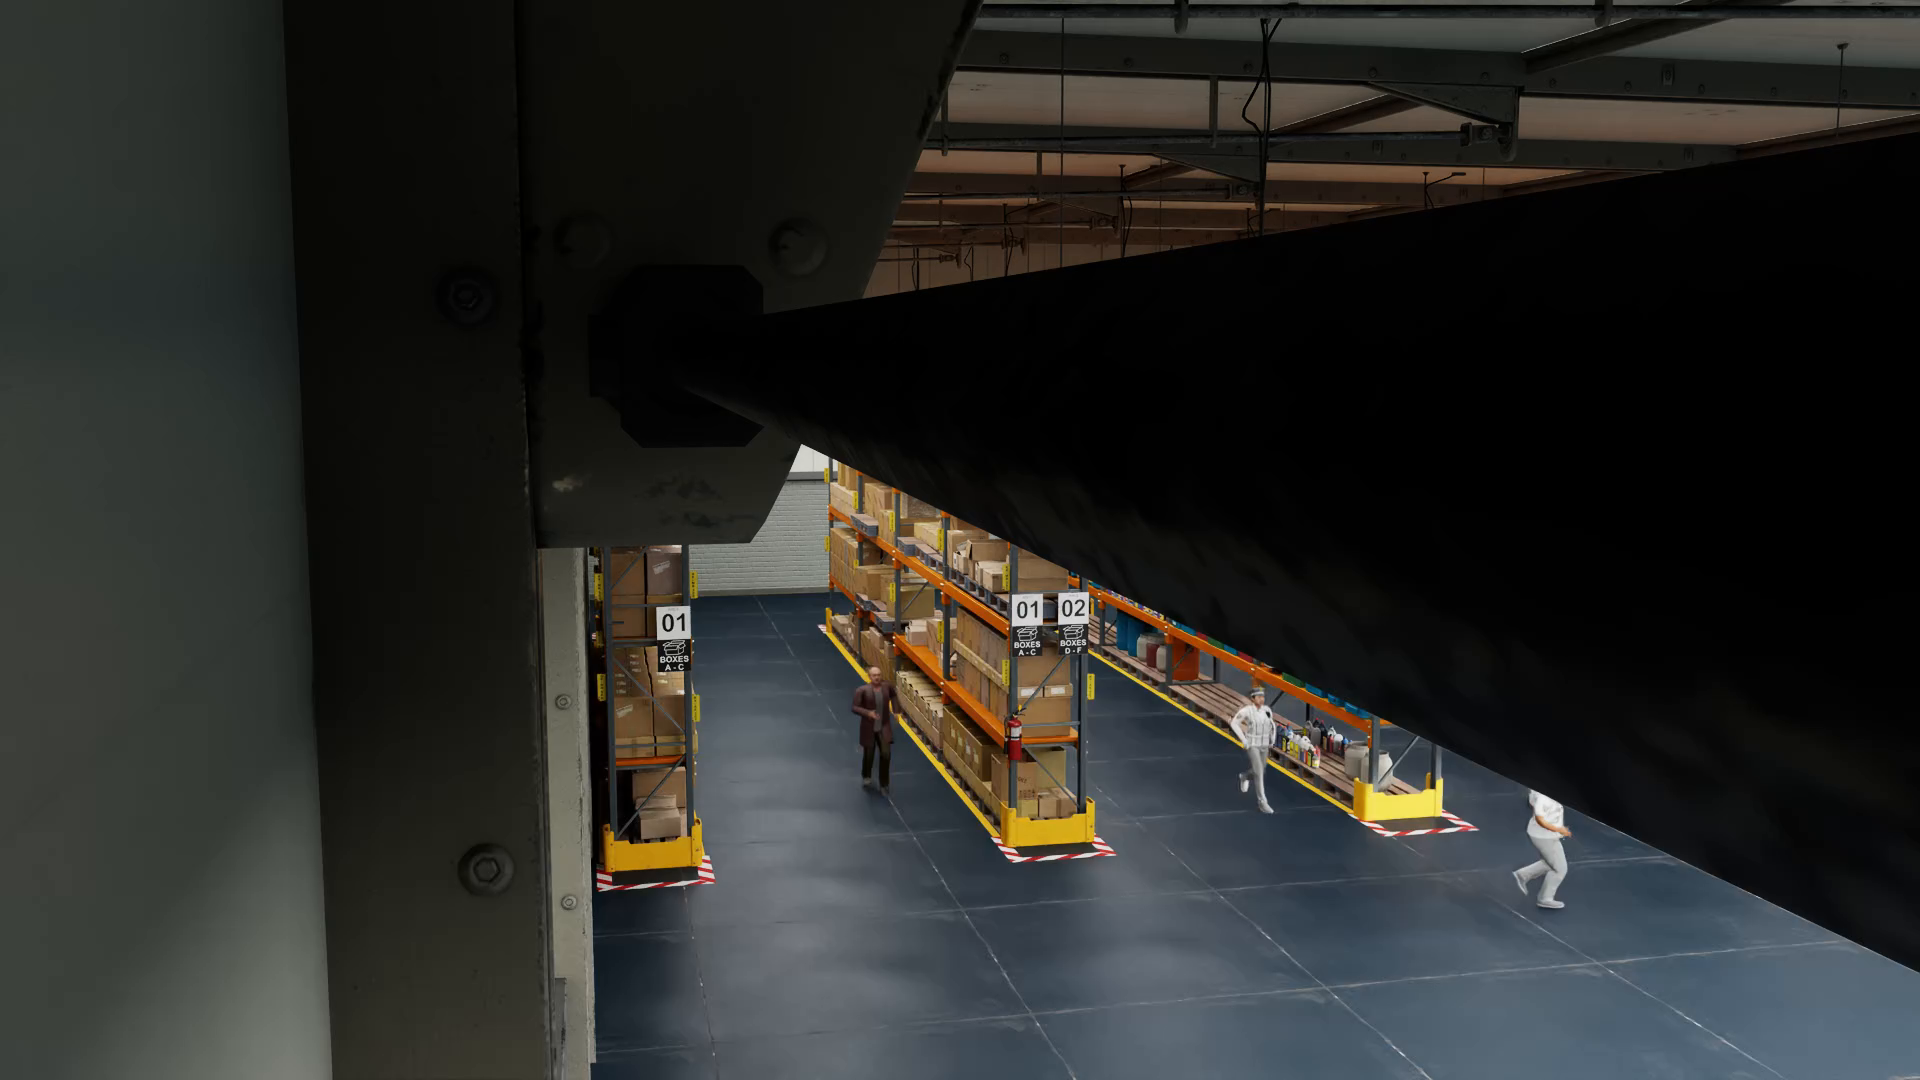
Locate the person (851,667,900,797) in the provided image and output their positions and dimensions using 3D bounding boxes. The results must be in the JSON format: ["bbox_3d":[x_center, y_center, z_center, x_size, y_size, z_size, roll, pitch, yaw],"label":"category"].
[{"bbox_3d":[-1.176,2.696,23.401,0.735,1.869,0.836,-2,7,-16],"label":"person"}]

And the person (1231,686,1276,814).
[{"bbox_3d":[4.035,2.818,22.697,0.632,1.696,0.836,-3,7,-23],"label":"person"}]

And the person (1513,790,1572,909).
[{"bbox_3d":[6.548,3.320,18.660,0.559,1.615,0.605,2,7,13],"label":"person"}]
